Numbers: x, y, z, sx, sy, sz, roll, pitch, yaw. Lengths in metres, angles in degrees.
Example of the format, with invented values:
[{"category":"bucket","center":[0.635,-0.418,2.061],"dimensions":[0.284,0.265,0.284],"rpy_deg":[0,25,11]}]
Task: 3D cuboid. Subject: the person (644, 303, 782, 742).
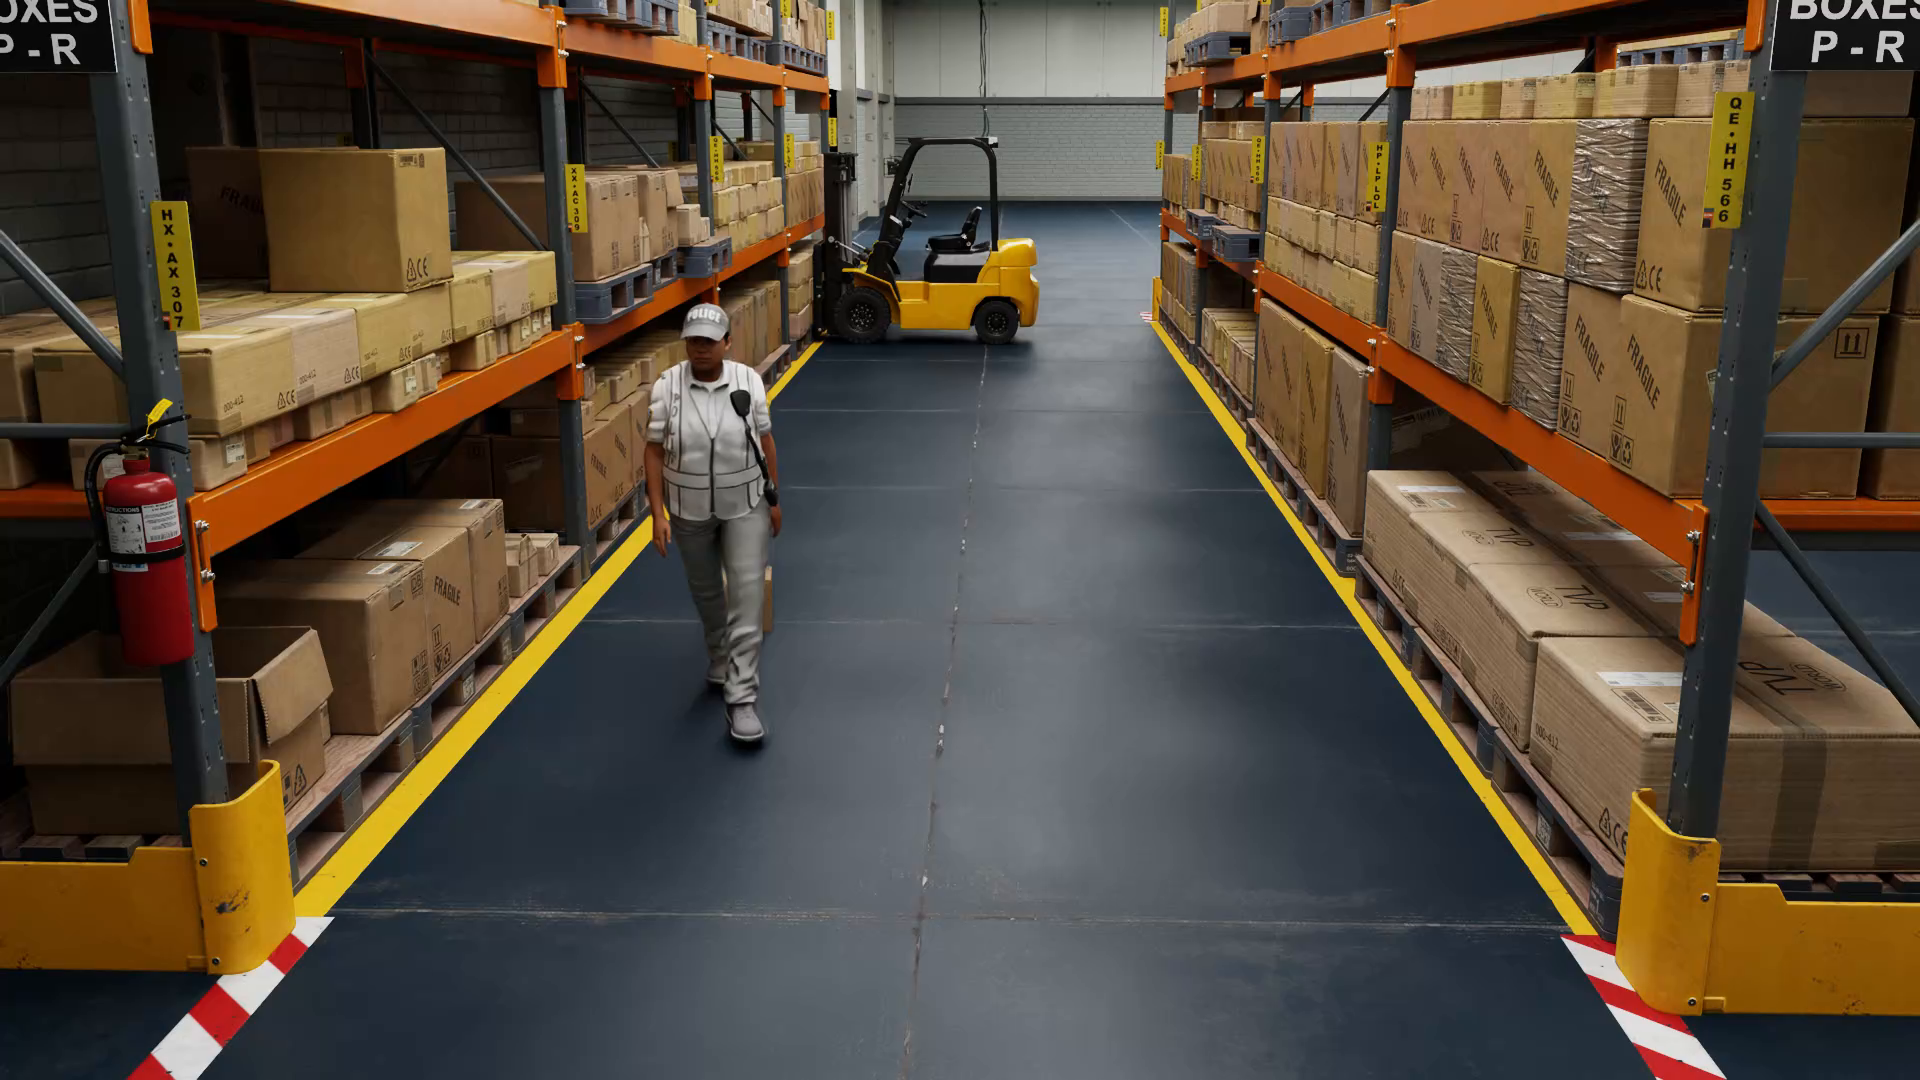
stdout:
[{"category":"person","center":[-0.964,-0.121,6.467],"dimensions":[0.506,1.598,0.963],"rpy_deg":[0,14,-1]}]
